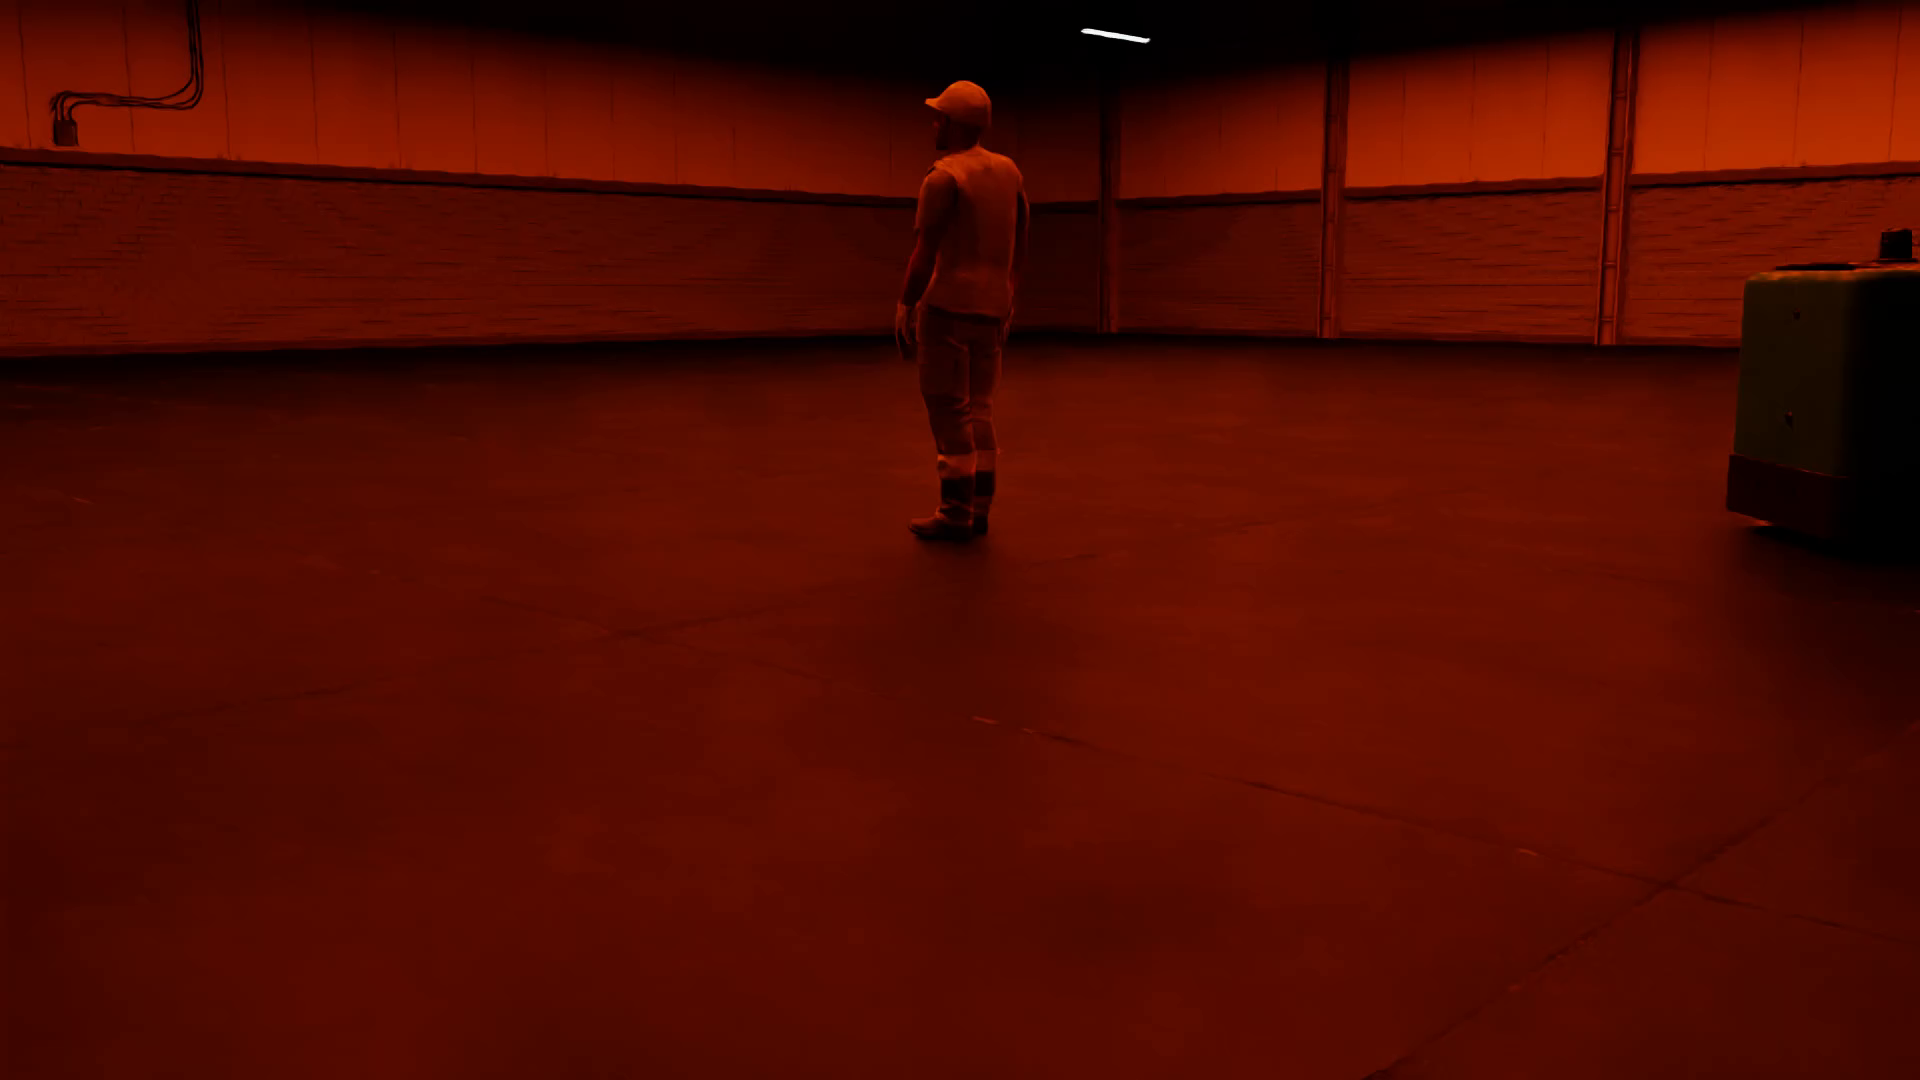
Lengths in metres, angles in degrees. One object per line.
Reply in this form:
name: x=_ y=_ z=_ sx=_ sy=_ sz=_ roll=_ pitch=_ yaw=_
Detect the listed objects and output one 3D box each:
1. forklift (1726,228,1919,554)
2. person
forklift: x=4.779 y=-1.440 z=6.434 sx=3.031 sy=2.935 sz=1.130 roll=0 pitch=9 yaw=1
person: x=-0.051 y=-0.901 z=6.647 sx=0.561 sy=1.787 sz=0.637 roll=8 pitch=12 yaw=43
